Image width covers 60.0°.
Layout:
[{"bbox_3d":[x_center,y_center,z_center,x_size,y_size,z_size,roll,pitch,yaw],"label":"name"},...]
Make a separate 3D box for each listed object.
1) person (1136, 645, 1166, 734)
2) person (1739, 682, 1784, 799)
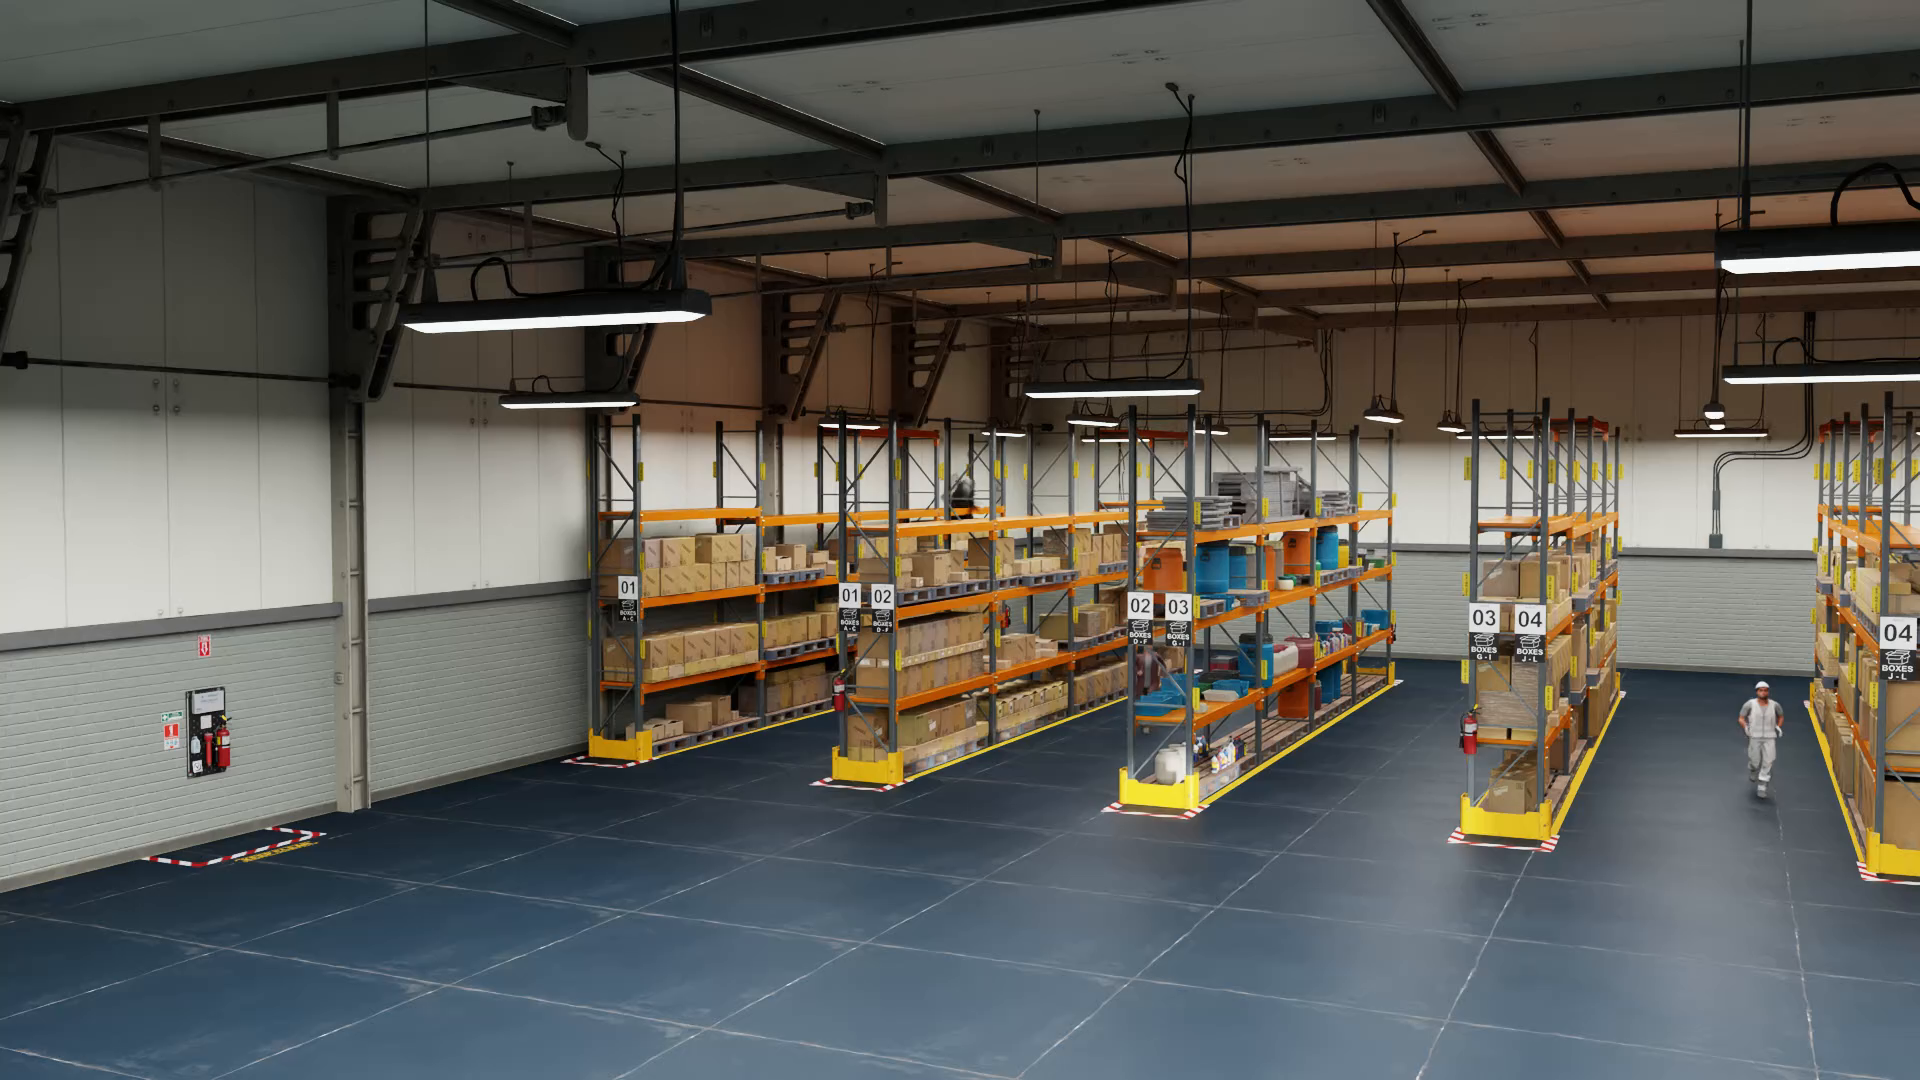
[{"bbox_3d":[3.598,2.798,31.952,0.716,1.753,0.901,0,2,9],"label":"person"},{"bbox_3d":[12.408,3.066,25.720,0.654,1.759,0.814,1,2,17],"label":"person"}]
